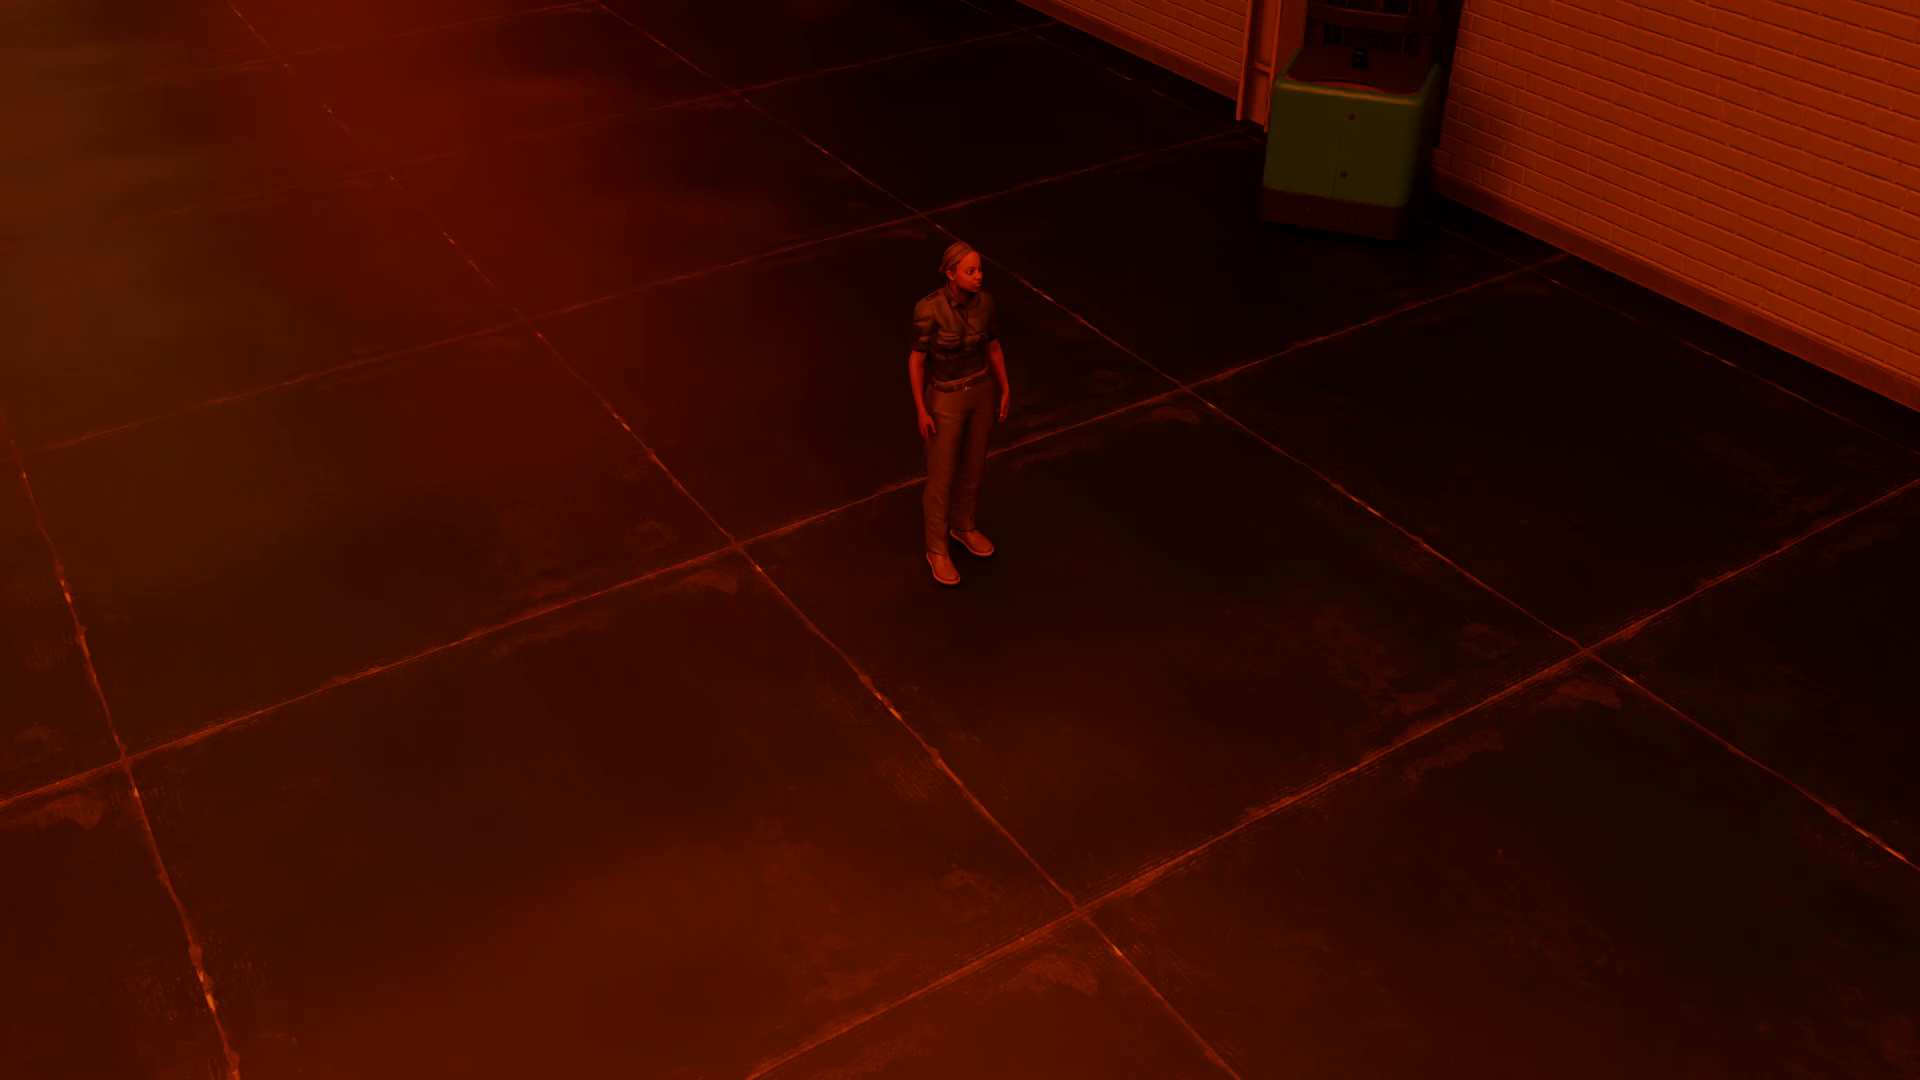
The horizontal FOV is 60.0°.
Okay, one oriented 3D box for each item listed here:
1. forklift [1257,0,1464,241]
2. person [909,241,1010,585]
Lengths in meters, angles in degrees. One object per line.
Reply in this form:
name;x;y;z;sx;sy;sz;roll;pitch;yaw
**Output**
forklift;3.141;-4.116;12.005;1.130;2.935;3.031;13;37;18
person;0.031;-0.634;8.149;0.569;1.654;0.504;-21;40;-27
